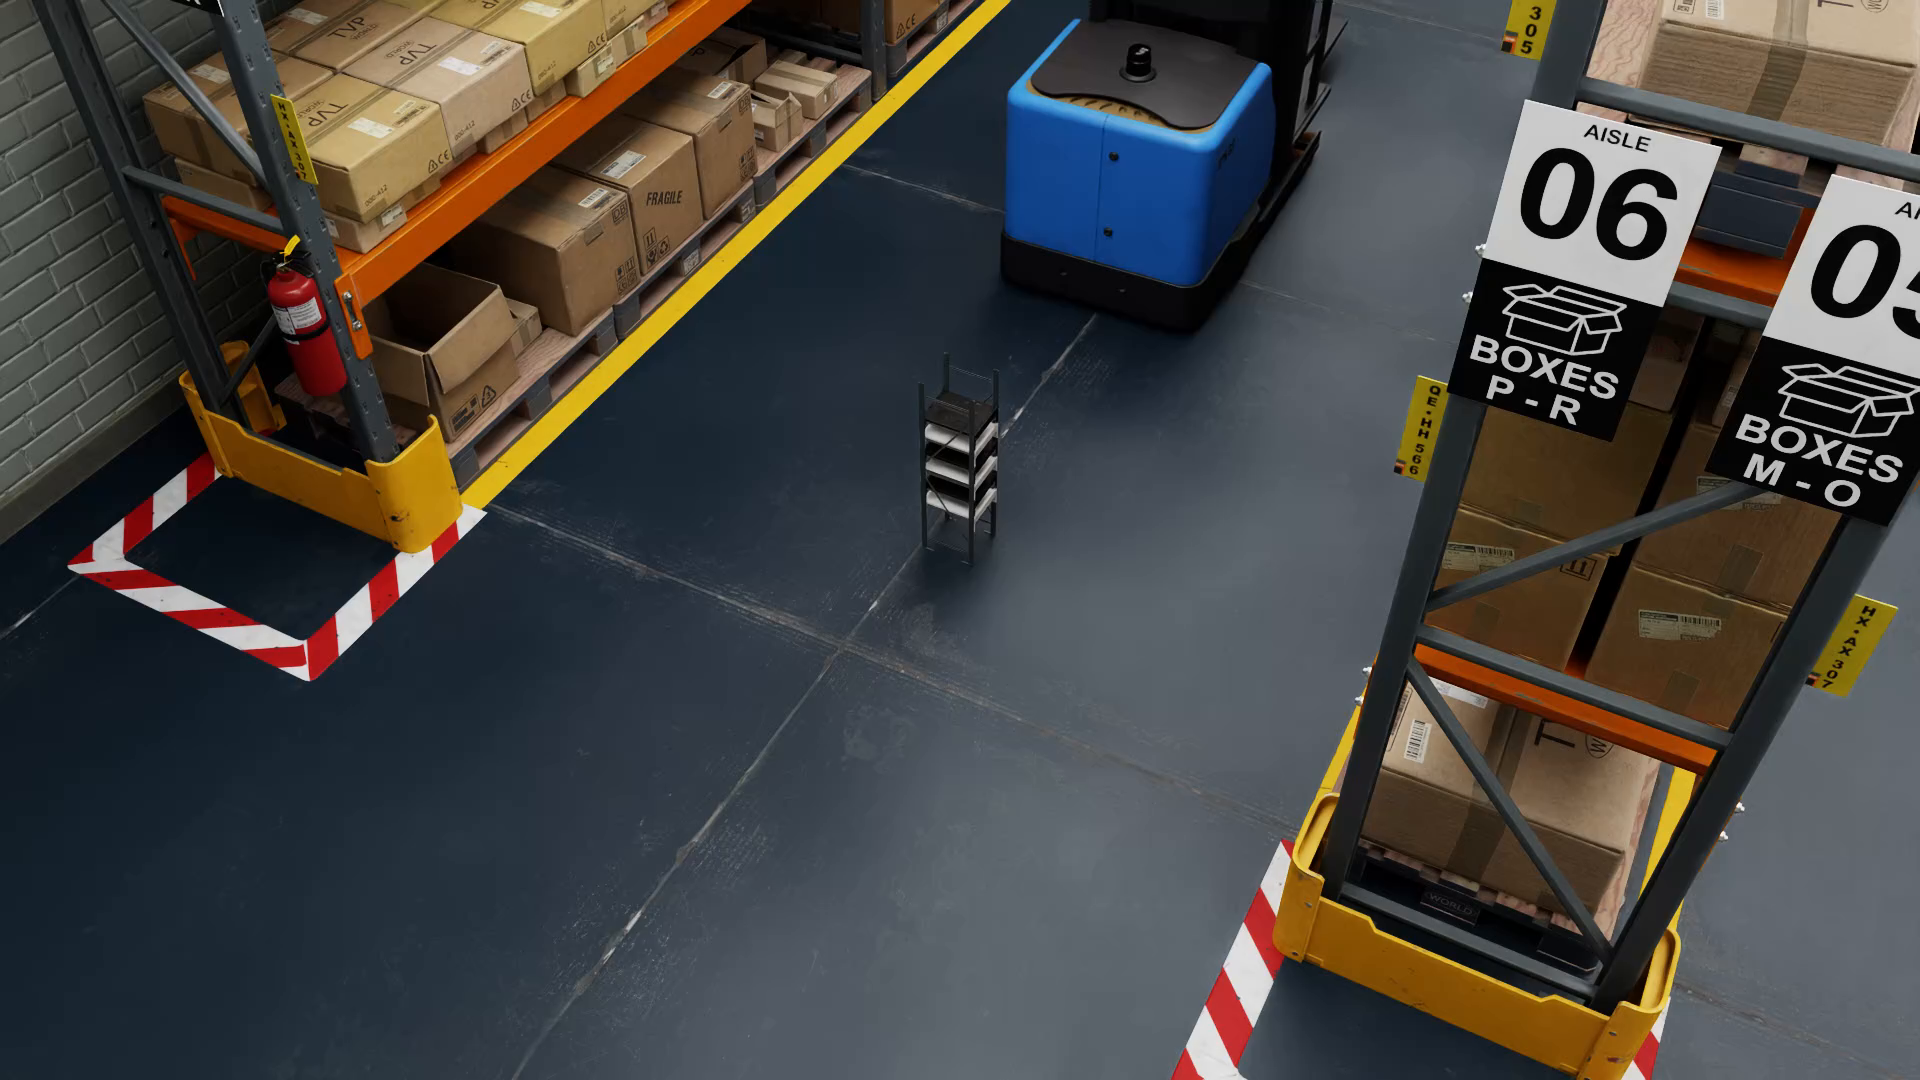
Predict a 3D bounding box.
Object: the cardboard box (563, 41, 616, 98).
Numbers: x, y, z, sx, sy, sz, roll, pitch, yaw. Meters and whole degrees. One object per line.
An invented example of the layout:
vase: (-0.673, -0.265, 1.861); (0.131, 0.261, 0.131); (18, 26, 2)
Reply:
cardboard box: (-1.709, -2.058, 7.131); (0.380, 0.149, 0.250); (19, 48, 18)

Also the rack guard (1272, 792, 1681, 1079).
rack guard: (1.640, 1.296, 5.398); (1.175, 0.500, 0.348); (20, 49, 19)

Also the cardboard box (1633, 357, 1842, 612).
cardboard box: (2.127, -0.193, 4.338); (0.500, 0.500, 0.500); (19, 48, 18)

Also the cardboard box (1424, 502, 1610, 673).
cardboard box: (1.641, -0.024, 4.875); (0.500, 0.500, 0.500); (21, 49, 19)

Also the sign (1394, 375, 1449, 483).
sign: (1.177, -0.276, 4.213); (0.100, 0.325, 0.005); (20, 49, 19)

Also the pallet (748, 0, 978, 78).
pallet: (-0.546, -3.299, 10.142); (1.003, 0.211, 1.213); (20, 49, 19)

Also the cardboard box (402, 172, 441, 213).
cardboard box: (-2.274, -1.438, 6.519); (0.380, 0.149, 0.250); (22, 49, 20)

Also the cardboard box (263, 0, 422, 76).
cardboard box: (-2.528, -1.988, 6.782); (0.500, 0.250, 0.500); (21, 49, 19)

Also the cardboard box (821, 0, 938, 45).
cardboard box: (-0.466, -3.254, 9.599); (0.500, 0.500, 0.500); (22, 49, 21)

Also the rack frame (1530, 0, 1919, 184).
rack frame: (1.651, -1.707, 2.390); (1.000, 3.000, 0.127); (20, 49, 19)

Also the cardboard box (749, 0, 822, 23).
cardboard box: (-0.924, -3.430, 9.773); (0.500, 0.500, 0.500); (20, 49, 19)

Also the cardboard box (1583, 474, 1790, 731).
cardboard box: (2.129, 0.159, 4.693); (0.500, 0.500, 0.500); (20, 49, 19)

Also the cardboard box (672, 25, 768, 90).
cardboard box: (-1.406, -2.619, 9.104); (0.500, 0.311, 0.500); (22, 49, 20)

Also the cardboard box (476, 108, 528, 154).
cardboard box: (-2.011, -1.754, 6.831); (0.380, 0.149, 0.250); (22, 49, 20)

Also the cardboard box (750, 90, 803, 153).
cardboard box: (-1.054, -2.268, 8.789); (0.396, 0.266, 0.258); (22, 49, 20)

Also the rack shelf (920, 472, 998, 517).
rack shelf: (-0.004, -0.225, 6.793); (0.258, 0.077, 0.200); (20, 49, 19)

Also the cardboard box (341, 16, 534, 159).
cardboard box: (-2.064, -1.801, 6.597); (0.500, 0.250, 0.500); (21, 49, 19)

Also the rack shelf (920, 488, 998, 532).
rack shelf: (-0.004, -0.161, 6.857); (0.258, 0.077, 0.200); (20, 49, 19)

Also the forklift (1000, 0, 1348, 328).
forklift: (1.305, -3.093, 8.026); (1.130, 2.935, 3.031); (19, 48, 18)

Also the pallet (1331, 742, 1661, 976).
pallet: (1.953, 0.853, 6.039); (1.003, 0.211, 1.213); (20, 49, 19)

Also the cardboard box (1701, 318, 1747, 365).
cardboard box: (2.120, -0.533, 4.219); (0.380, 0.149, 0.250); (22, 49, 20)

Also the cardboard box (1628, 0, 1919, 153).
cardboard box: (1.781, -1.096, 3.635); (0.500, 0.250, 0.500); (16, 48, 15)

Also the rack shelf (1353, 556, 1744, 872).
rack shelf: (2.580, -0.605, 6.025); (1.077, 0.370, 4.000); (20, 49, 19)

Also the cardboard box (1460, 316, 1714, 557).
cardboard box: (1.664, -0.367, 4.510); (0.500, 0.500, 0.500); (22, 49, 20)

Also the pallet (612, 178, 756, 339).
pallet: (-1.775, -1.570, 8.434); (1.003, 0.211, 1.213); (20, 49, 19)

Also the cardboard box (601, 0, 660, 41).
cardboard box: (-1.613, -2.450, 7.239); (0.500, 0.250, 0.500); (19, 48, 18)

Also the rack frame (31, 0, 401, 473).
rack frame: (-2.747, -1.234, 6.141); (1.000, 3.000, 0.127); (20, 49, 19)

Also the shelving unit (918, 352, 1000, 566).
shelving unit: (-0.004, -0.311, 6.705); (0.258, 0.900, 0.210); (20, 49, 19)

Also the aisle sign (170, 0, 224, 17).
aisle sign: (-2.518, -2.008, 5.078); (0.394, 0.787, 0.004); (20, 49, 19)

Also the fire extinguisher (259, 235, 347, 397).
fire extinguisher: (-2.406, -0.831, 6.059); (0.296, 0.674, 0.183); (20, 49, 19)

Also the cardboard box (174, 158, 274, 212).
cardboard box: (-2.831, -1.444, 6.524); (0.380, 0.149, 0.250); (20, 49, 19)

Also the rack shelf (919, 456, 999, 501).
rack shelf: (-0.004, -0.288, 6.728); (0.258, 0.077, 0.200); (20, 49, 19)

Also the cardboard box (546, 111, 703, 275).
cardboard box: (-1.614, -1.683, 8.047); (0.500, 0.500, 0.500); (21, 49, 20)

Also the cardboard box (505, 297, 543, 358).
cardboard box: (-2.147, -0.989, 7.607); (0.380, 0.149, 0.250); (19, 48, 18)

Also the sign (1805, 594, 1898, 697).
sign: (2.140, 0.257, 4.003); (0.100, 0.325, 0.005); (20, 49, 19)

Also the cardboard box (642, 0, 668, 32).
cardboard box: (-1.546, -2.416, 7.485); (0.380, 0.149, 0.250); (20, 49, 19)

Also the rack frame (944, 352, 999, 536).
rack frame: (0.043, -0.375, 6.768); (0.240, 0.900, 0.006); (20, 49, 19)

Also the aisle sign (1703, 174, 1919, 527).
aisle sign: (1.875, -0.371, 3.459); (0.394, 0.787, 0.004); (20, 49, 19)
